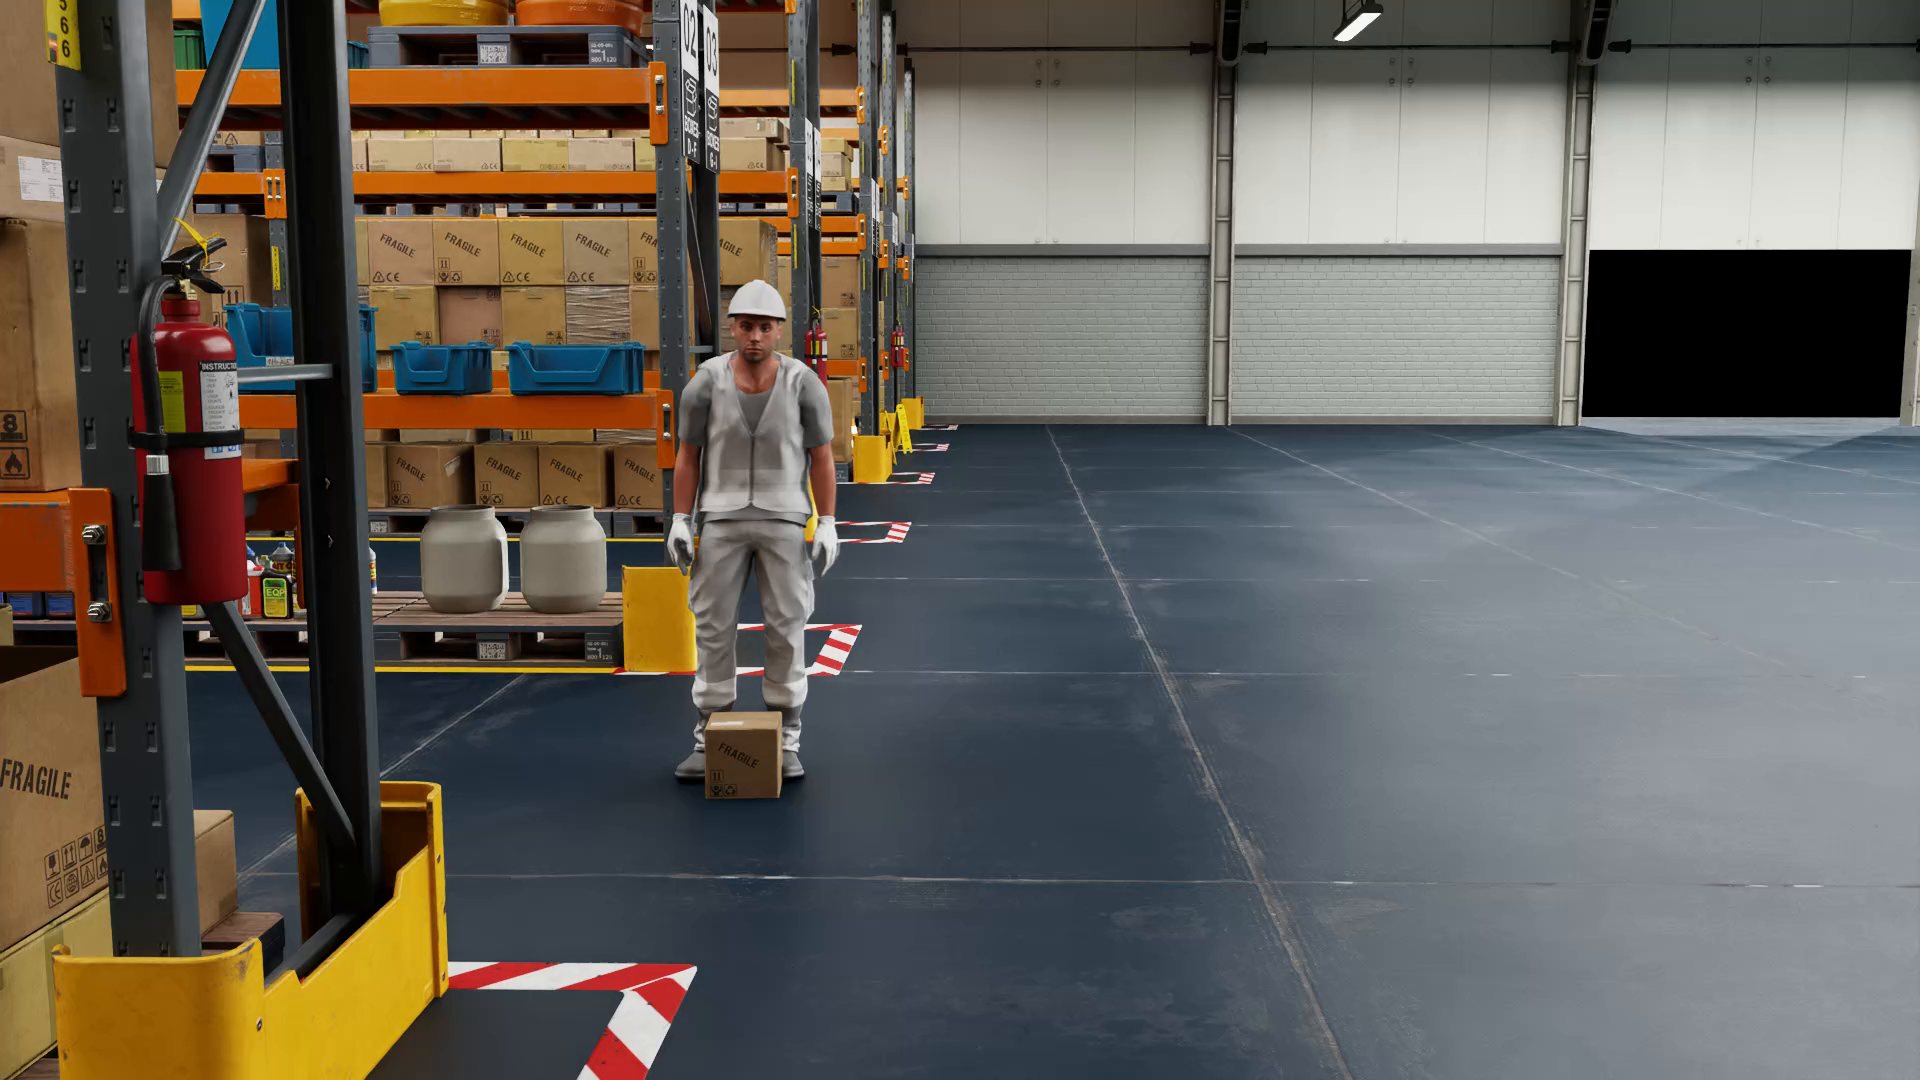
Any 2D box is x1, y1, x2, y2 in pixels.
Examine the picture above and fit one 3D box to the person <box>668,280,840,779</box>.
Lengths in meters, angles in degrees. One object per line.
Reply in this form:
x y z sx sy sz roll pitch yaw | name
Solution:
-0.738 -0.031 5.961 0.615 1.778 0.453 0 7 -2 | person
